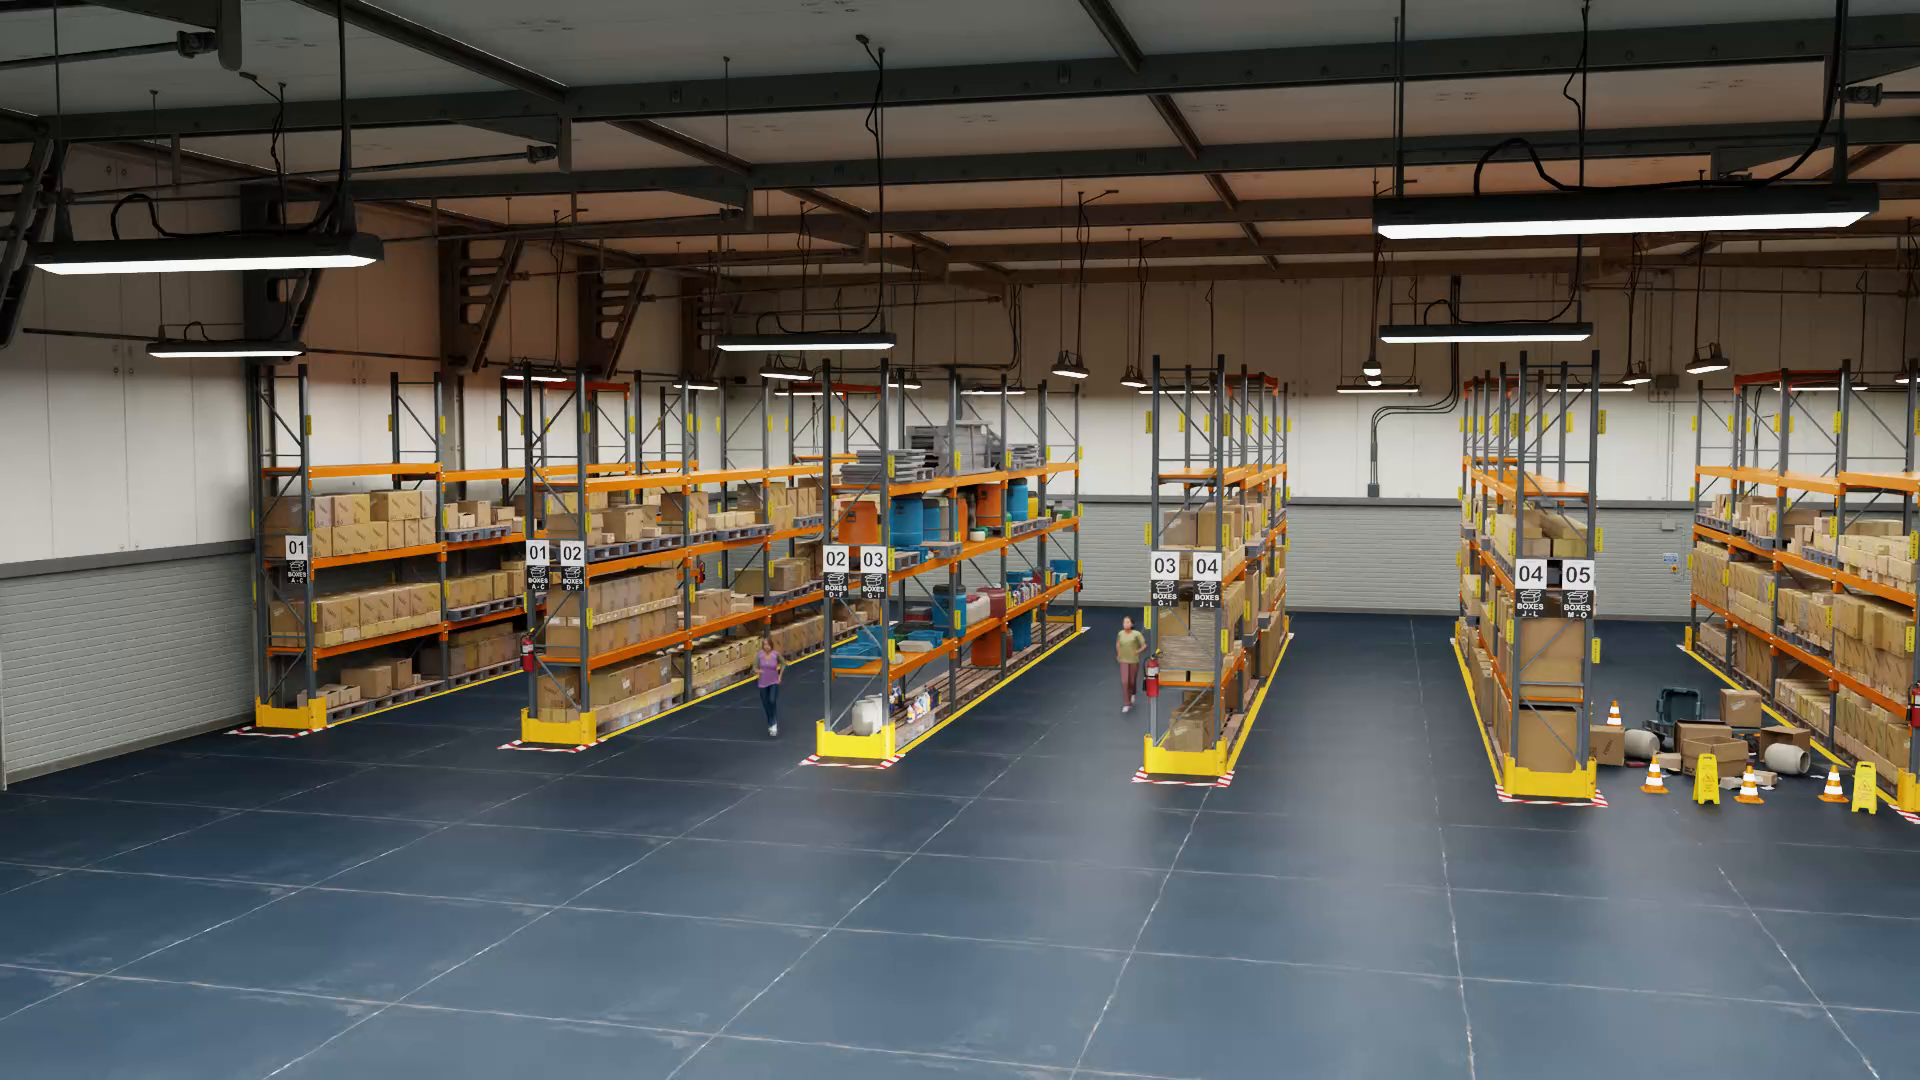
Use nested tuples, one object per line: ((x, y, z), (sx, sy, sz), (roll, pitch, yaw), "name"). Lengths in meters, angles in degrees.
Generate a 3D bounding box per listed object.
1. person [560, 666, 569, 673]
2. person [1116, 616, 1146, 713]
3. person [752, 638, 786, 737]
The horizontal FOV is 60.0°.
((-7.329, 1.950, 31.382), (0.647, 1.751, 0.735), (1, 4, 7), "person")
((2.995, 2.165, 29.270), (0.572, 1.666, 0.802), (1, 4, 18), "person")
((-3.089, 2.359, 26.830), (0.521, 1.590, 0.717), (0, 4, 4), "person")
